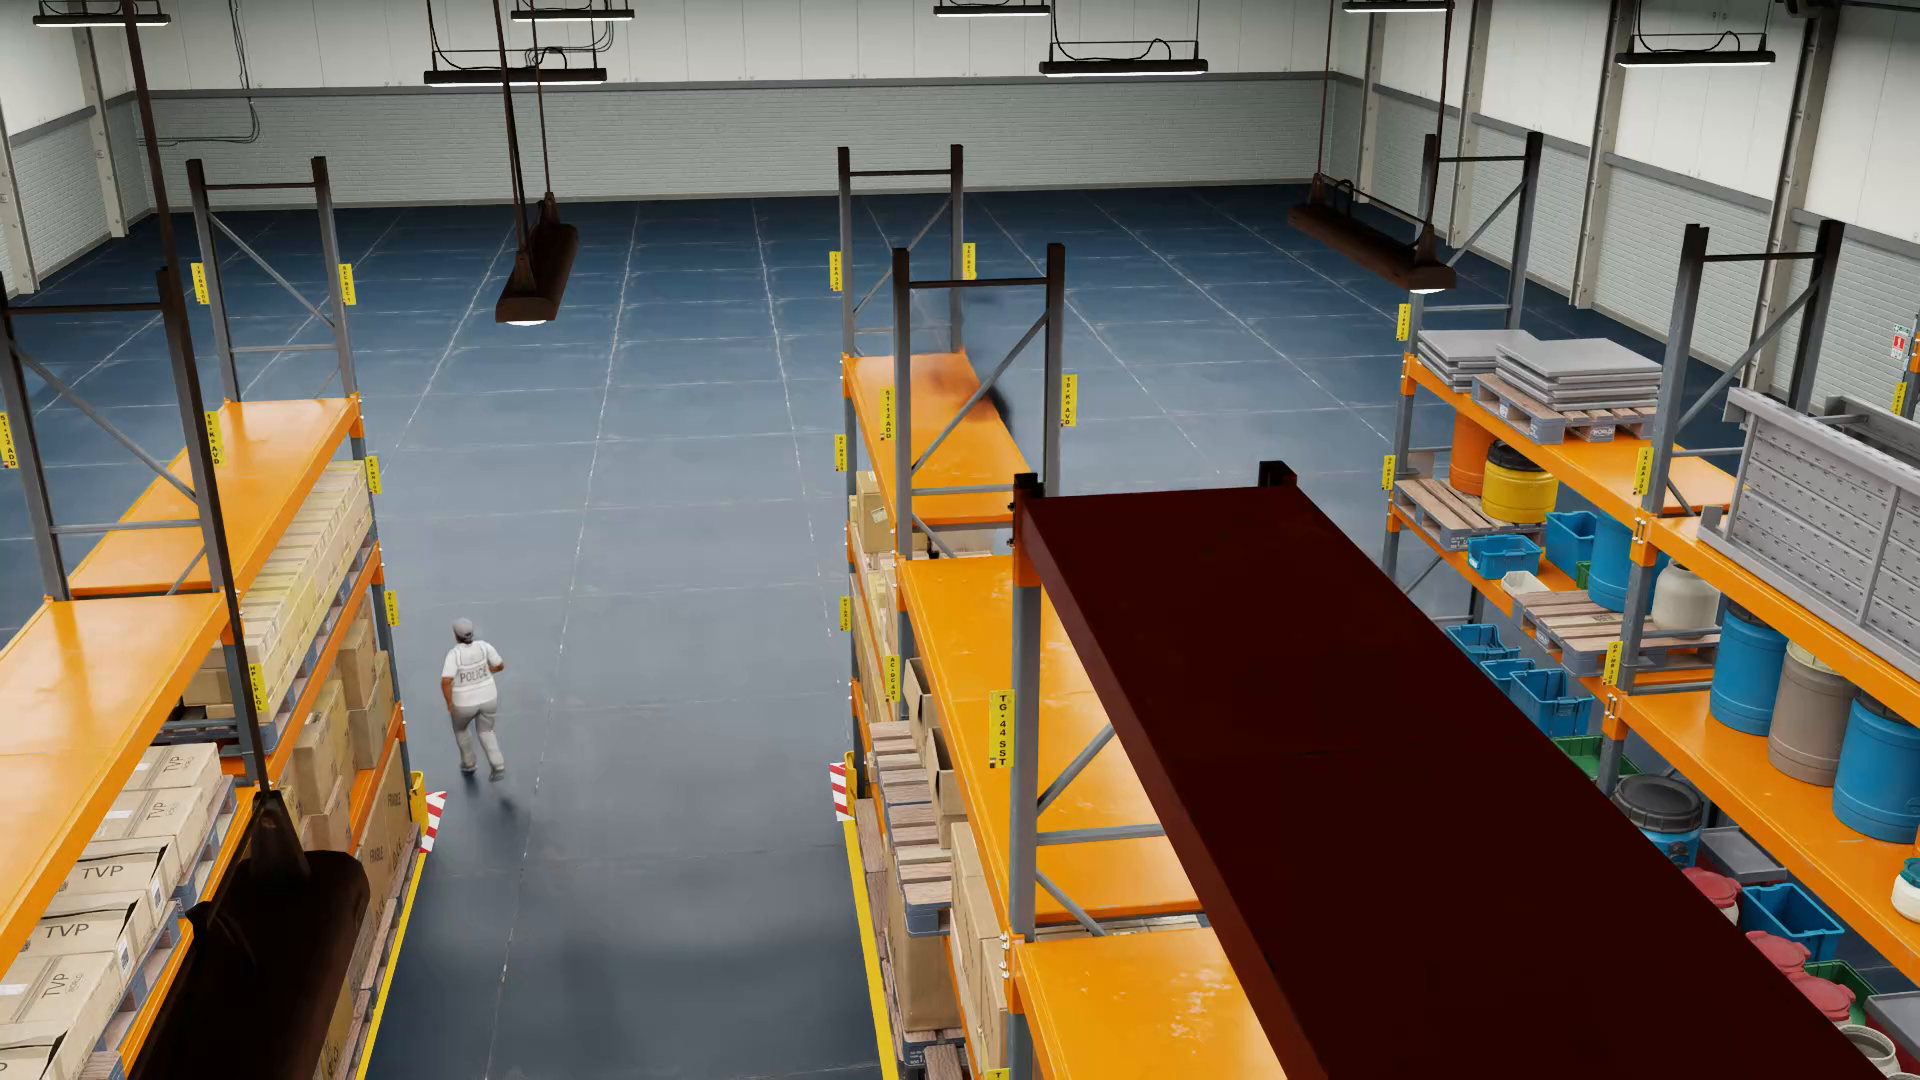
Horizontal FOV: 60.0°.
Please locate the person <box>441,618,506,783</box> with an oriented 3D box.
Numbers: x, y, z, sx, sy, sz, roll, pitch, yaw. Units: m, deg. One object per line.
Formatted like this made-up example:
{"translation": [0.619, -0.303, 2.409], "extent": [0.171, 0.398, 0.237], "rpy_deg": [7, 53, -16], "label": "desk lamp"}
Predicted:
{"translation": [-4.551, 1.528, 15.581], "extent": [0.643, 1.674, 0.852], "rpy_deg": [-14, 26, -32], "label": "person"}
